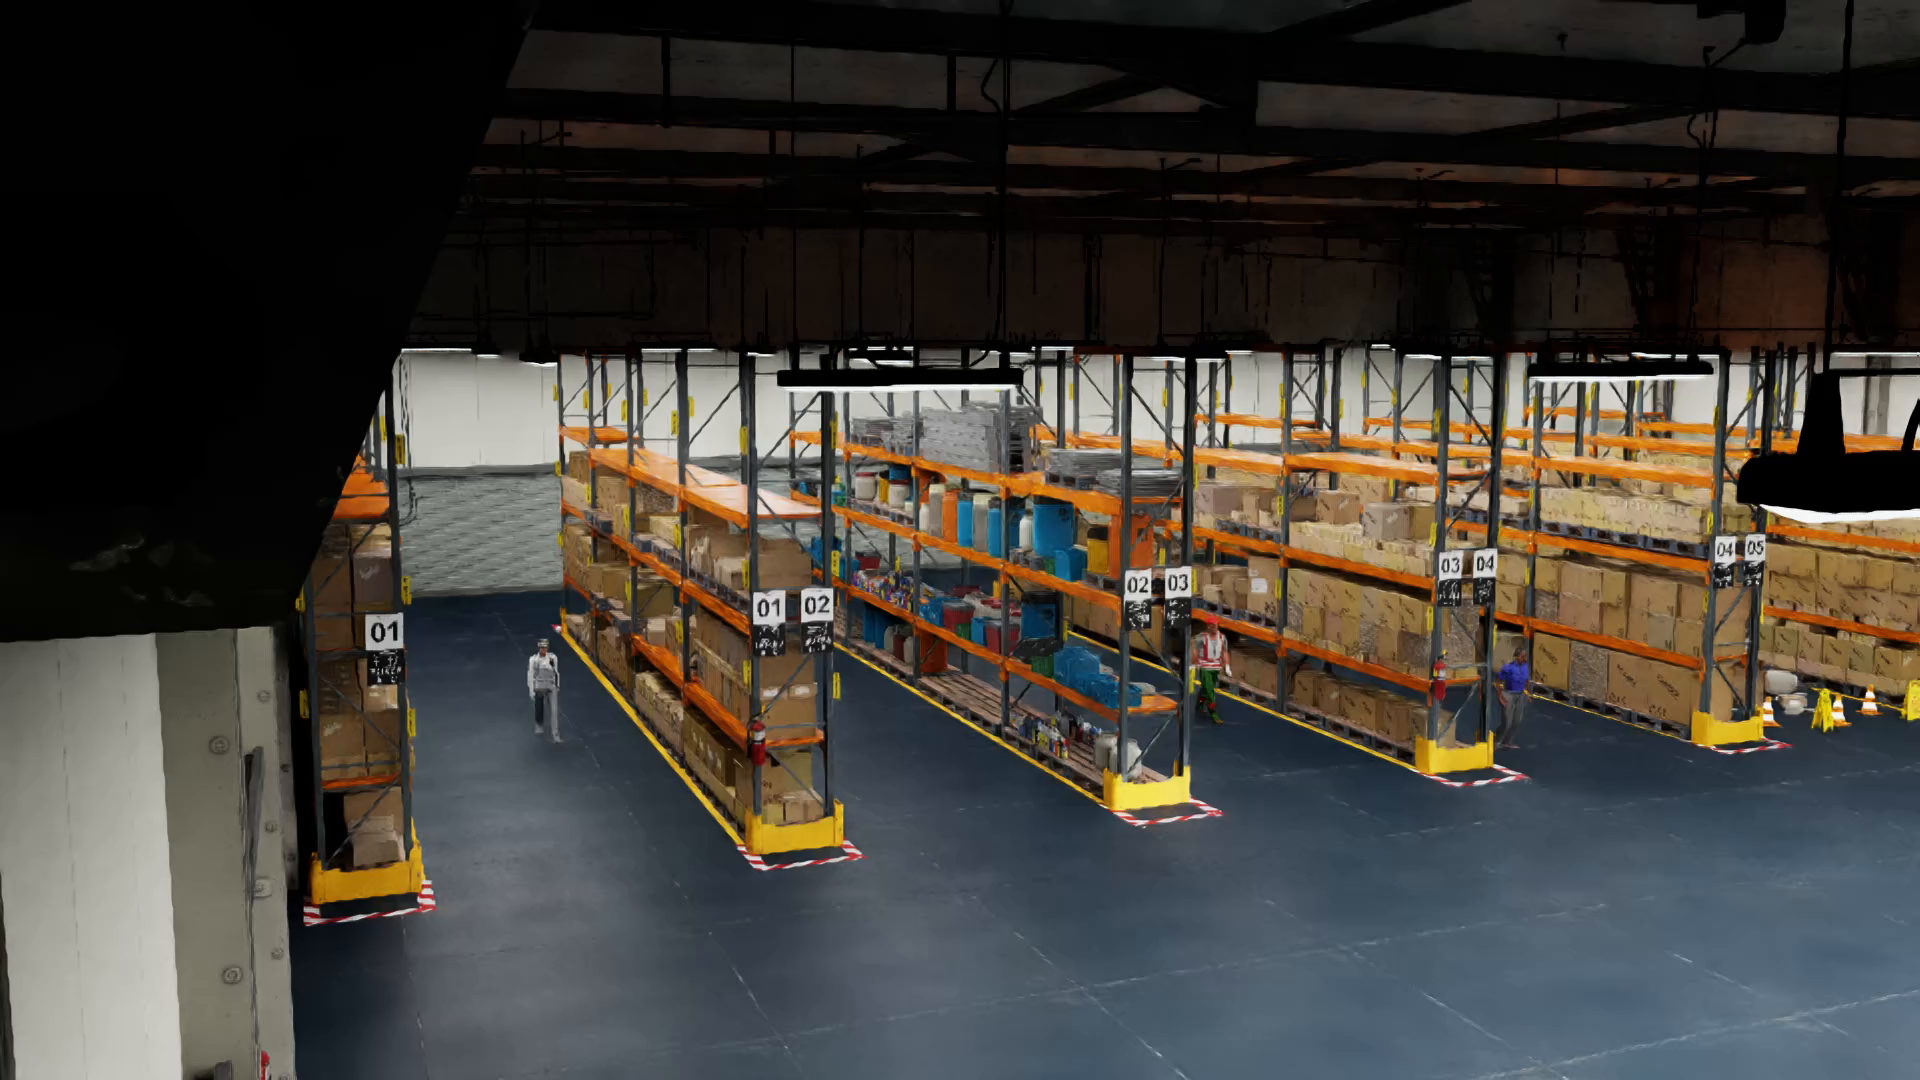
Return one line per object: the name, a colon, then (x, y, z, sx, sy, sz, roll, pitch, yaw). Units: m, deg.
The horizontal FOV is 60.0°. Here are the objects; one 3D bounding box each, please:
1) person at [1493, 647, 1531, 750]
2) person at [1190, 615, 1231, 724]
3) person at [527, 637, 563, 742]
person: (8.294, 2.382, 25.018, 0.571, 1.589, 0.518, -3, 8, -24)
person: (4.069, 2.064, 26.865, 0.565, 1.736, 1.045, -3, 8, -22)
person: (-6.420, 2.270, 25.636, 0.483, 1.586, 1.072, -3, 8, -19)
